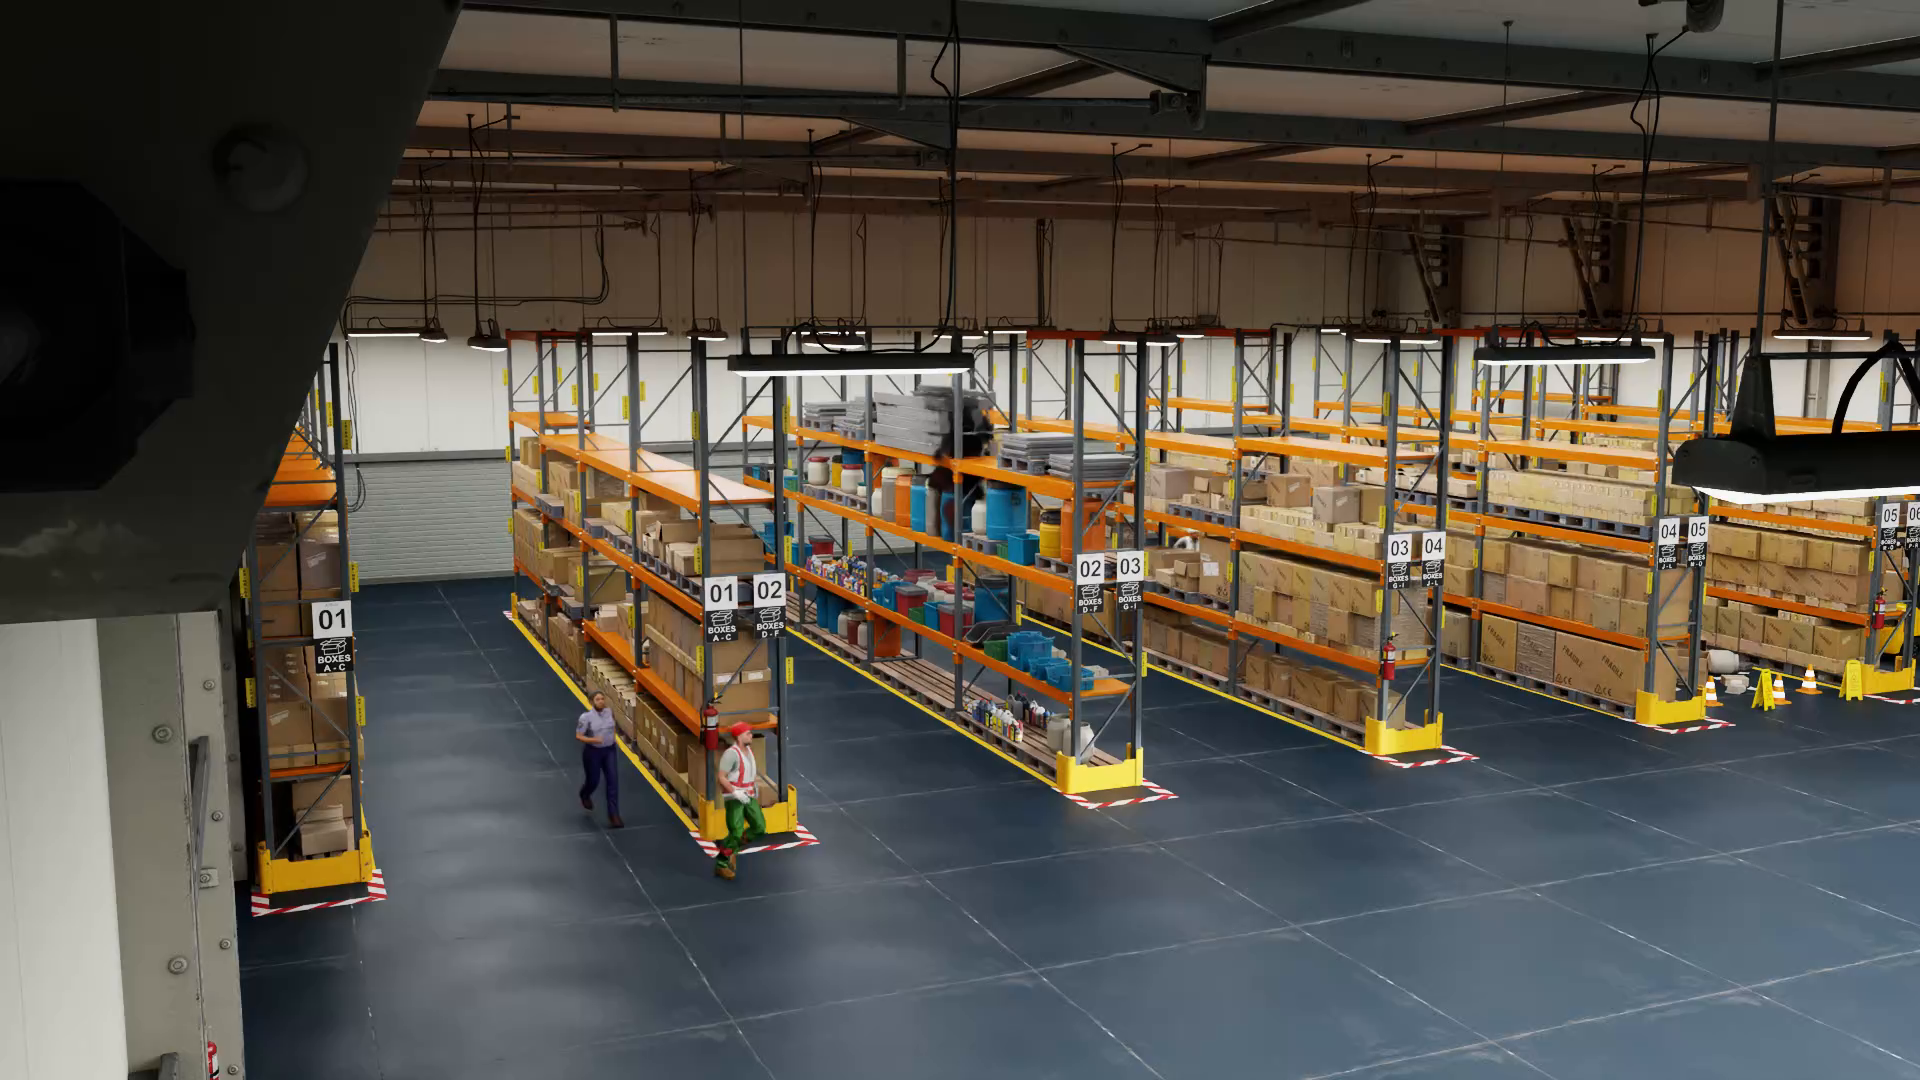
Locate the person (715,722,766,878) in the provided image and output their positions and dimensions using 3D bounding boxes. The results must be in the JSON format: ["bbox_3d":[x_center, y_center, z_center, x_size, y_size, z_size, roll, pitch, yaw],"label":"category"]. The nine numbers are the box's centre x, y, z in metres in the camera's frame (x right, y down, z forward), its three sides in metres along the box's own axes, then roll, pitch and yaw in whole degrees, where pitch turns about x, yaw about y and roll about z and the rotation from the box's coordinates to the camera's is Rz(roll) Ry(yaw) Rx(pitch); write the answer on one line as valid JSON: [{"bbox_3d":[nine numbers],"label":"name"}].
[{"bbox_3d":[-2.449,2.920,18.862,0.525,1.720,0.718,4,9,27],"label":"person"}]

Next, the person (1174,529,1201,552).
[{"bbox_3d":[4.978,0.530,36.575,0.677,1.781,0.941,-3,8,-23],"label":"person"}]

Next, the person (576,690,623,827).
[{"bbox_3d":[-4.506,2.689,20.782,0.606,1.648,0.924,-6,10,-35],"label":"person"}]
